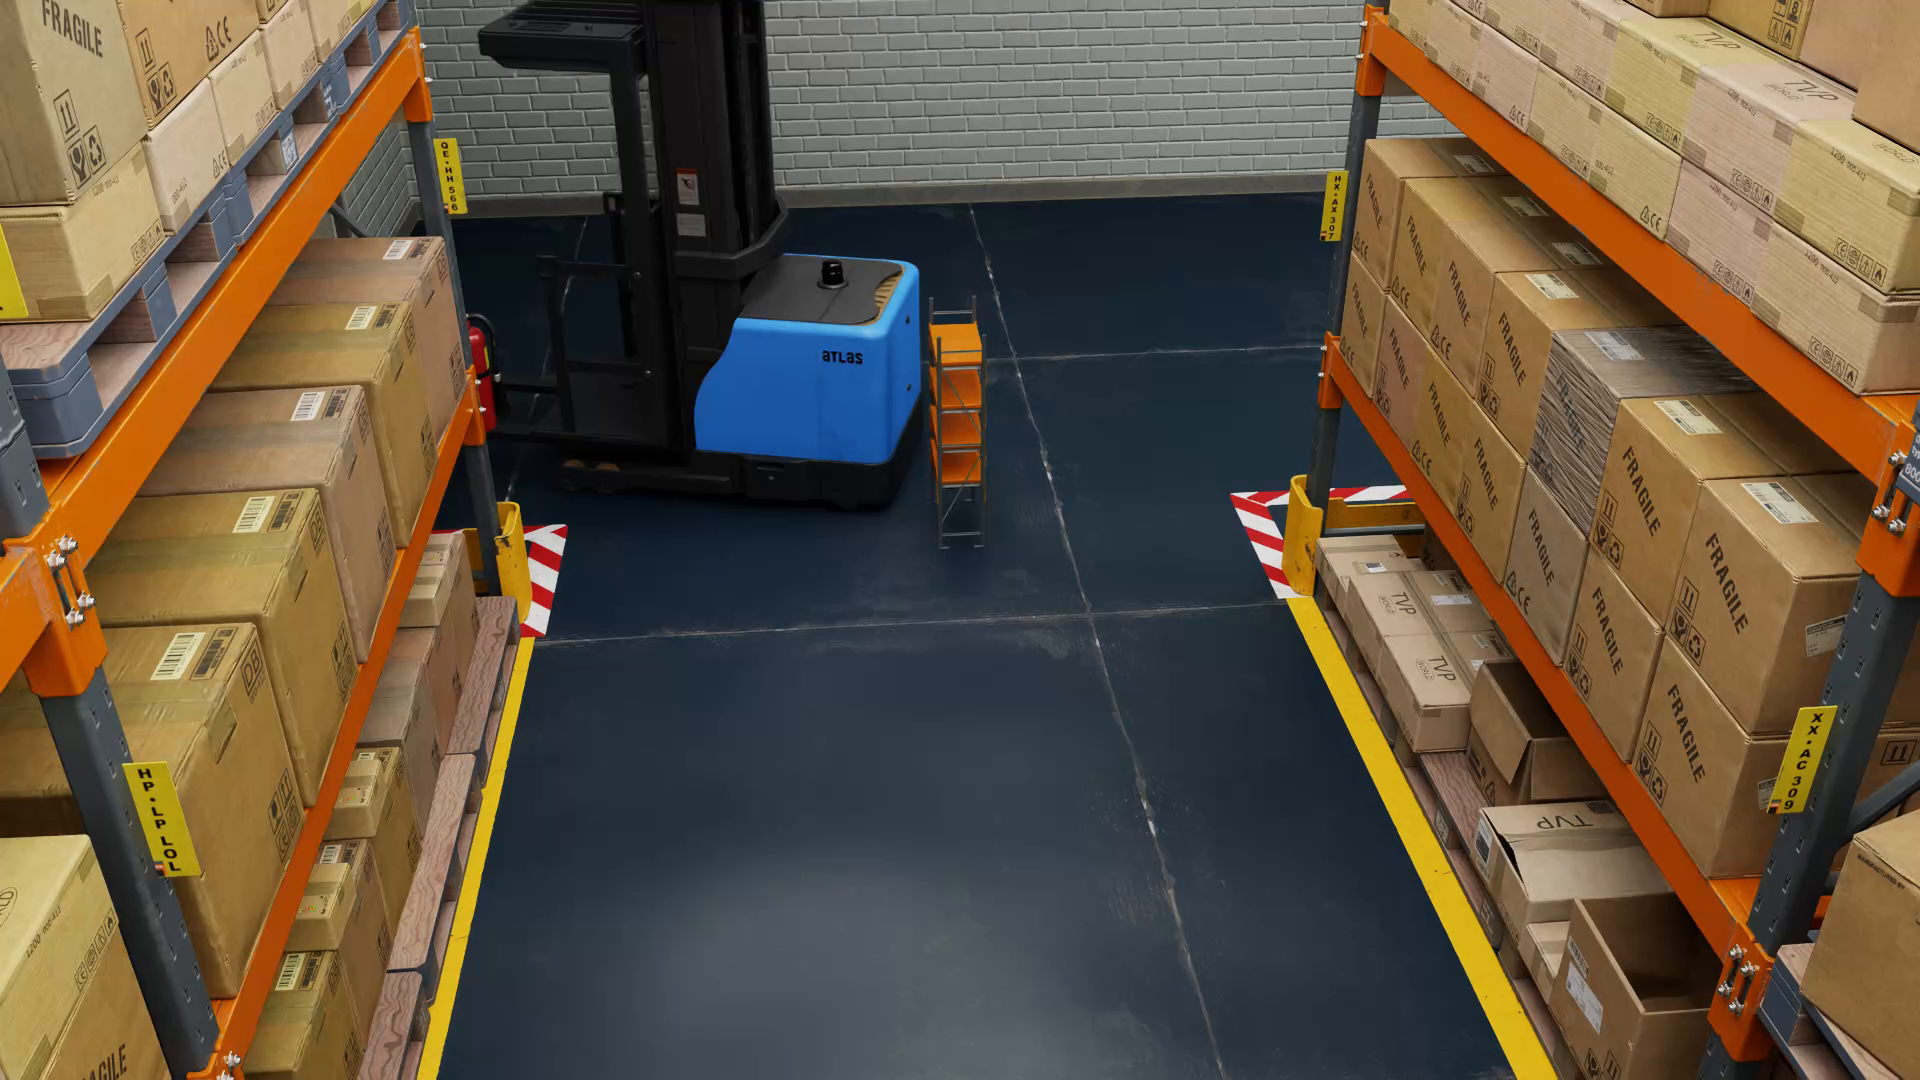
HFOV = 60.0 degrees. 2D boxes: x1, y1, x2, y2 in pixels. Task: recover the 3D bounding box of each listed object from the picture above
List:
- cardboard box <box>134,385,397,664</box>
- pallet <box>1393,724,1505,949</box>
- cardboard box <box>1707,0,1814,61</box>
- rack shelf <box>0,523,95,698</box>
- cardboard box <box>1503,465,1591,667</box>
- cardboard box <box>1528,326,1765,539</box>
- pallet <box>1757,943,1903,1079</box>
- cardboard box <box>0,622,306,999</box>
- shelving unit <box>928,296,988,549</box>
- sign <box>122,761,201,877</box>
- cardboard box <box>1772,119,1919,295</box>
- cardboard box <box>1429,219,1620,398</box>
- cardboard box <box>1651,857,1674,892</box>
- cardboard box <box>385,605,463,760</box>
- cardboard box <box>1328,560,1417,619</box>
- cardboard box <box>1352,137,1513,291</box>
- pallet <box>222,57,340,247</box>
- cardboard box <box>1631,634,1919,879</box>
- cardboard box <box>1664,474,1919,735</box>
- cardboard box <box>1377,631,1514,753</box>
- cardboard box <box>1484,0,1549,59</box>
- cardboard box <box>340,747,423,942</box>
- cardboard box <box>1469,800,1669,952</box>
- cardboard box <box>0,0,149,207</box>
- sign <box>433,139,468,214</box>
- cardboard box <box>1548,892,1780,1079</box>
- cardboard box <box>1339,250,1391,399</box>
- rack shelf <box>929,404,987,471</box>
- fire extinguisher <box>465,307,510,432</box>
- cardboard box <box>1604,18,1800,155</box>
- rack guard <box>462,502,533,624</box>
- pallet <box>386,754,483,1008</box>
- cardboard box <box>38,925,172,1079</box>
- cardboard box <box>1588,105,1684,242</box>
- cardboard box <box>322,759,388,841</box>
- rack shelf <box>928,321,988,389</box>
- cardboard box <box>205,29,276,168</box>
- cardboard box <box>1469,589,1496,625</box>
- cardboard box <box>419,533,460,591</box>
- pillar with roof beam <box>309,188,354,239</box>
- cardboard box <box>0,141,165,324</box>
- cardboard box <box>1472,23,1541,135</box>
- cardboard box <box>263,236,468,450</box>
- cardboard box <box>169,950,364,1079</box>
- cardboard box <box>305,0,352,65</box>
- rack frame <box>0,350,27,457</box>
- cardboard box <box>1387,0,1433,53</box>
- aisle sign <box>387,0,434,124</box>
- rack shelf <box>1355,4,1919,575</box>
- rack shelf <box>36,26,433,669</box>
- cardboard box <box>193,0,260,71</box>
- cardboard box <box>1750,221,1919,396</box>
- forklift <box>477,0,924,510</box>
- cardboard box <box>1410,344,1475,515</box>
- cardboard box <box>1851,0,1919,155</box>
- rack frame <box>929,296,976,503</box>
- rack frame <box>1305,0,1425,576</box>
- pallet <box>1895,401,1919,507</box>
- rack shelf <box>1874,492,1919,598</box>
[{"bbox_3d":[-2.502,-0.028,5.580,0.980,0.700,0.700,-4,31,-7],"label":"cardboard box"},{"bbox_3d":[2.424,1.105,6.694,1.003,0.211,1.213,-3,31,-5],"label":"pallet"},{"bbox_3d":[2.563,-1.640,4.574,0.700,0.500,0.500,-3,31,-5],"label":"cardboard box"},{"bbox_3d":[-2.140,1.164,1.652,1.077,0.370,4.000,-3,31,-5],"label":"rack shelf"},{"bbox_3d":[2.202,0.072,5.607,0.500,0.500,0.500,-2,31,-3],"label":"cardboard box"},{"bbox_3d":[2.202,-0.354,5.345,0.500,0.500,0.500,-3,31,-4],"label":"cardboard box"},{"bbox_3d":[2.570,1.379,3.704,1.003,0.211,1.213,-3,31,-5],"label":"pallet"},{"bbox_3d":[-2.362,0.716,4.334,0.980,0.700,0.700,-2,31,-4],"label":"cardboard box"},{"bbox_3d":[-0.015,-0.600,8.584,0.258,1.200,0.503,-3,31,-5],"label":"shelving unit"},{"bbox_3d":[-1.788,0.628,3.721,0.100,0.325,0.005,-3,31,-5],"label":"sign"},{"bbox_3d":[2.289,-0.790,3.882,0.500,0.250,0.500,-3,31,-5],"label":"cardboard box"},{"bbox_3d":[2.108,-0.870,6.209,0.500,0.500,0.500,-2,31,-4],"label":"cardboard box"},{"bbox_3d":[2.690,1.245,6.075,0.380,0.166,0.250,-3,31,-5],"label":"cardboard box"},{"bbox_3d":[-2.489,0.581,6.880,0.700,0.500,0.500,-3,31,-5],"label":"cardboard box"},{"bbox_3d":[1.951,0.226,7.780,0.380,0.166,0.250,-3,31,-5],"label":"cardboard box"},{"bbox_3d":[2.010,-1.392,7.083,0.500,0.500,0.500,-2,31,-3],"label":"cardboard box"},{"bbox_3d":[-2.504,-1.167,4.940,1.003,0.211,1.213,-3,31,-5],"label":"pallet"},{"bbox_3d":[2.302,0.597,4.728,0.500,0.500,0.500,-2,31,-4],"label":"cardboard box"},{"bbox_3d":[2.299,0.165,4.476,0.500,0.500,0.500,-3,31,-4],"label":"cardboard box"},{"bbox_3d":[2.092,0.634,7.016,0.500,0.250,0.500,-3,31,-5],"label":"cardboard box"},{"bbox_3d":[2.112,-1.812,5.592,0.500,0.250,0.500,-3,31,-5],"label":"cardboard box"},{"bbox_3d":[-2.384,1.110,5.995,0.700,0.500,0.500,-2,31,-3],"label":"cardboard box"},{"bbox_3d":[2.199,1.188,6.029,0.500,0.311,0.500,-3,31,-5],"label":"cardboard box"},{"bbox_3d":[-2.115,-1.024,3.522,0.500,0.500,0.500,-3,31,-5],"label":"cardboard box"},{"bbox_3d":[-2.159,-1.538,7.039,0.100,0.325,0.005,-3,31,-5],"label":"sign"},{"bbox_3d":[2.269,1.490,5.339,0.500,0.500,0.500,-3,31,-5],"label":"cardboard box"},{"bbox_3d":[2.010,-0.963,7.340,0.500,0.500,0.500,-2,31,-4],"label":"cardboard box"},{"bbox_3d":[-0.015,-0.542,8.618,0.258,0.148,0.480,-3,31,-5],"label":"rack shelf"},{"bbox_3d":[-2.256,-0.826,7.647,0.296,0.674,0.183,-3,31,-5],"label":"fire extinguisher"},{"bbox_3d":[2.201,-1.301,4.737,0.500,0.250,0.500,-3,31,-5],"label":"cardboard box"},{"bbox_3d":[-2.703,0.141,8.027,1.175,0.500,0.348,-3,31,-5],"label":"rack guard"},{"bbox_3d":[-2.438,1.303,6.363,1.003,0.211,1.213,-3,31,-5],"label":"pallet"},{"bbox_3d":[-2.033,1.167,3.465,0.500,0.500,0.500,-3,31,-5],"label":"cardboard box"},{"bbox_3d":[2.203,-1.087,4.865,0.500,0.250,0.500,-3,31,-5],"label":"cardboard box"},{"bbox_3d":[-2.194,0.900,5.714,0.380,0.149,0.250,-4,31,-6],"label":"cardboard box"},{"bbox_3d":[-0.015,-0.937,8.382,0.258,0.148,0.480,-3,31,-5],"label":"rack shelf"},{"bbox_3d":[-2.218,-1.212,4.568,0.500,0.250,0.500,-4,31,-6],"label":"cardboard box"},{"bbox_3d":[2.475,0.345,7.581,0.380,0.166,0.250,-3,31,-5],"label":"cardboard box"},{"bbox_3d":[-2.343,0.104,7.047,0.380,0.149,0.250,-3,31,-5],"label":"cardboard box"},{"bbox_3d":[0.472,-5.039,8.411,9.100,9.000,0.400,-3,31,-5],"label":"pillar with roof beam"},{"bbox_3d":[-2.129,-0.690,3.694,0.500,0.250,0.500,-3,31,-5],"label":"cardboard box"},{"bbox_3d":[2.108,-1.597,5.720,0.500,0.250,0.500,-3,31,-5],"label":"cardboard box"},{"bbox_3d":[-2.643,-0.789,6.853,0.980,0.700,0.700,-1,31,-2],"label":"cardboard box"},{"bbox_3d":[-2.295,1.628,5.127,0.700,0.500,0.500,-2,31,-4],"label":"cardboard box"},{"bbox_3d":[-2.318,-1.740,5.452,0.500,0.250,0.500,-4,31,-6],"label":"cardboard box"},{"bbox_3d":[-2.327,-1.453,2.408,1.000,3.000,0.127,-3,31,-5],"label":"rack frame"},{"bbox_3d":[2.026,-2.108,6.575,0.500,0.250,0.500,-3,31,-5],"label":"cardboard box"},{"bbox_3d":[-2.409,-2.087,6.784,0.394,0.787,0.004,-3,31,-5],"label":"aisle sign"},{"bbox_3d":[2.418,-1.117,5.471,1.077,0.370,4.000,-3,31,-5],"label":"rack shelf"},{"bbox_3d":[-2.514,-0.878,5.071,1.077,0.370,4.000,-3,31,-5],"label":"rack shelf"},{"bbox_3d":[-2.220,-1.538,4.382,0.500,0.500,0.500,-3,31,-4],"label":"cardboard box"},{"bbox_3d":[2.294,-0.576,4.010,0.500,0.250,0.500,-3,31,-5],"label":"cardboard box"},{"bbox_3d":[-1.779,-1.776,8.865,3.031,2.935,1.130,5,31,8],"label":"forklift"},{"bbox_3d":[2.107,-0.443,6.470,0.500,0.500,0.500,-3,31,-5],"label":"cardboard box"},{"bbox_3d":[2.521,-1.123,3.708,0.700,0.500,0.500,-3,31,-5],"label":"cardboard box"},{"bbox_3d":[-0.038,-0.724,8.792,0.240,1.200,0.015,-3,31,-5],"label":"rack frame"},{"bbox_3d":[2.231,-1.159,7.766,1.000,3.000,0.127,-3,31,-5],"label":"rack frame"},{"bbox_3d":[2.595,0.012,3.063,1.213,0.211,1.003,-3,31,-5],"label":"pallet"},{"bbox_3d":[2.791,0.925,2.052,1.077,0.370,4.000,-3,31,-5],"label":"rack shelf"}]
